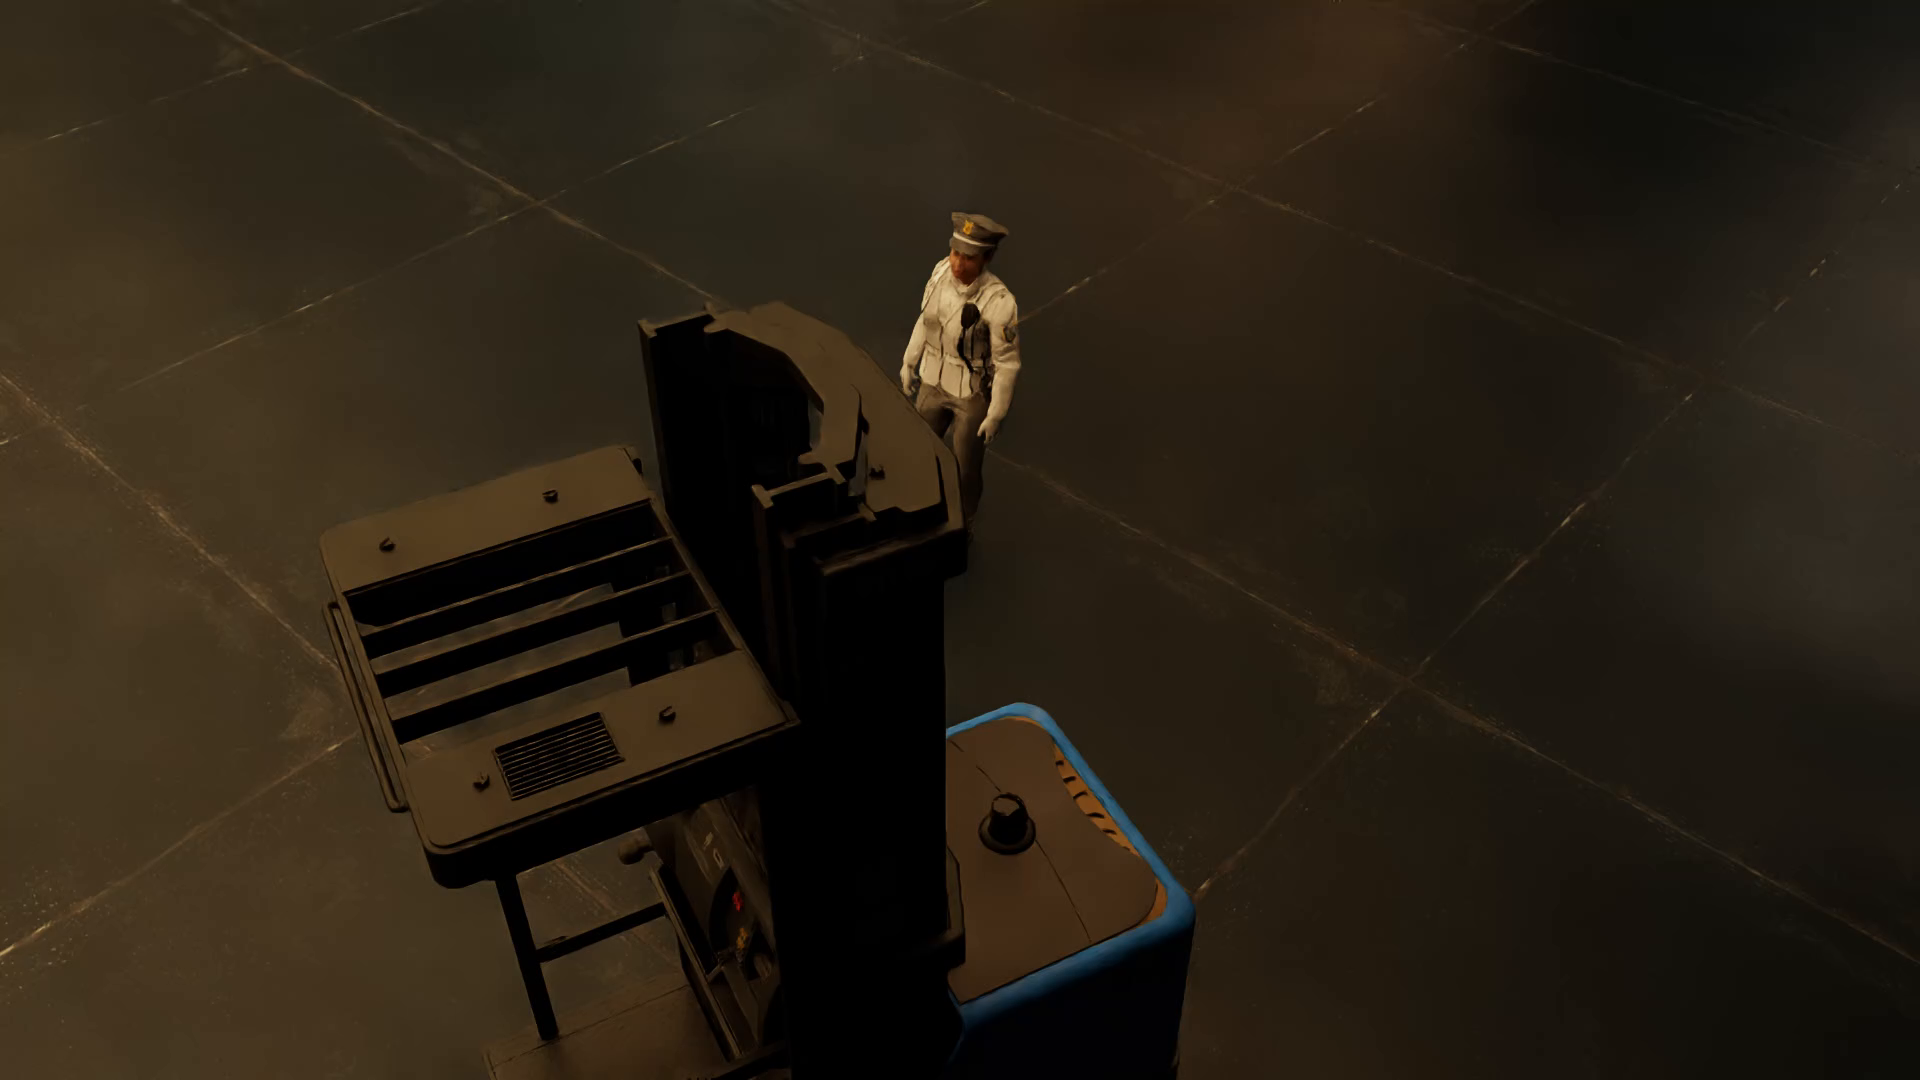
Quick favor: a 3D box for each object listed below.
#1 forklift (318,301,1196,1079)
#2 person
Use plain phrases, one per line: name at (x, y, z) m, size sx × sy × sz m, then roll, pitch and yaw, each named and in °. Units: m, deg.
forklift at (-0.847, 0.934, 4.339) m, size 3.031 × 2.935 × 1.130 m, roll -19°, pitch 44°, yaw -21°
person at (-0.051, -0.619, 7.088) m, size 0.586 × 1.695 × 0.533 m, roll 31°, pitch 49°, yaw 31°
